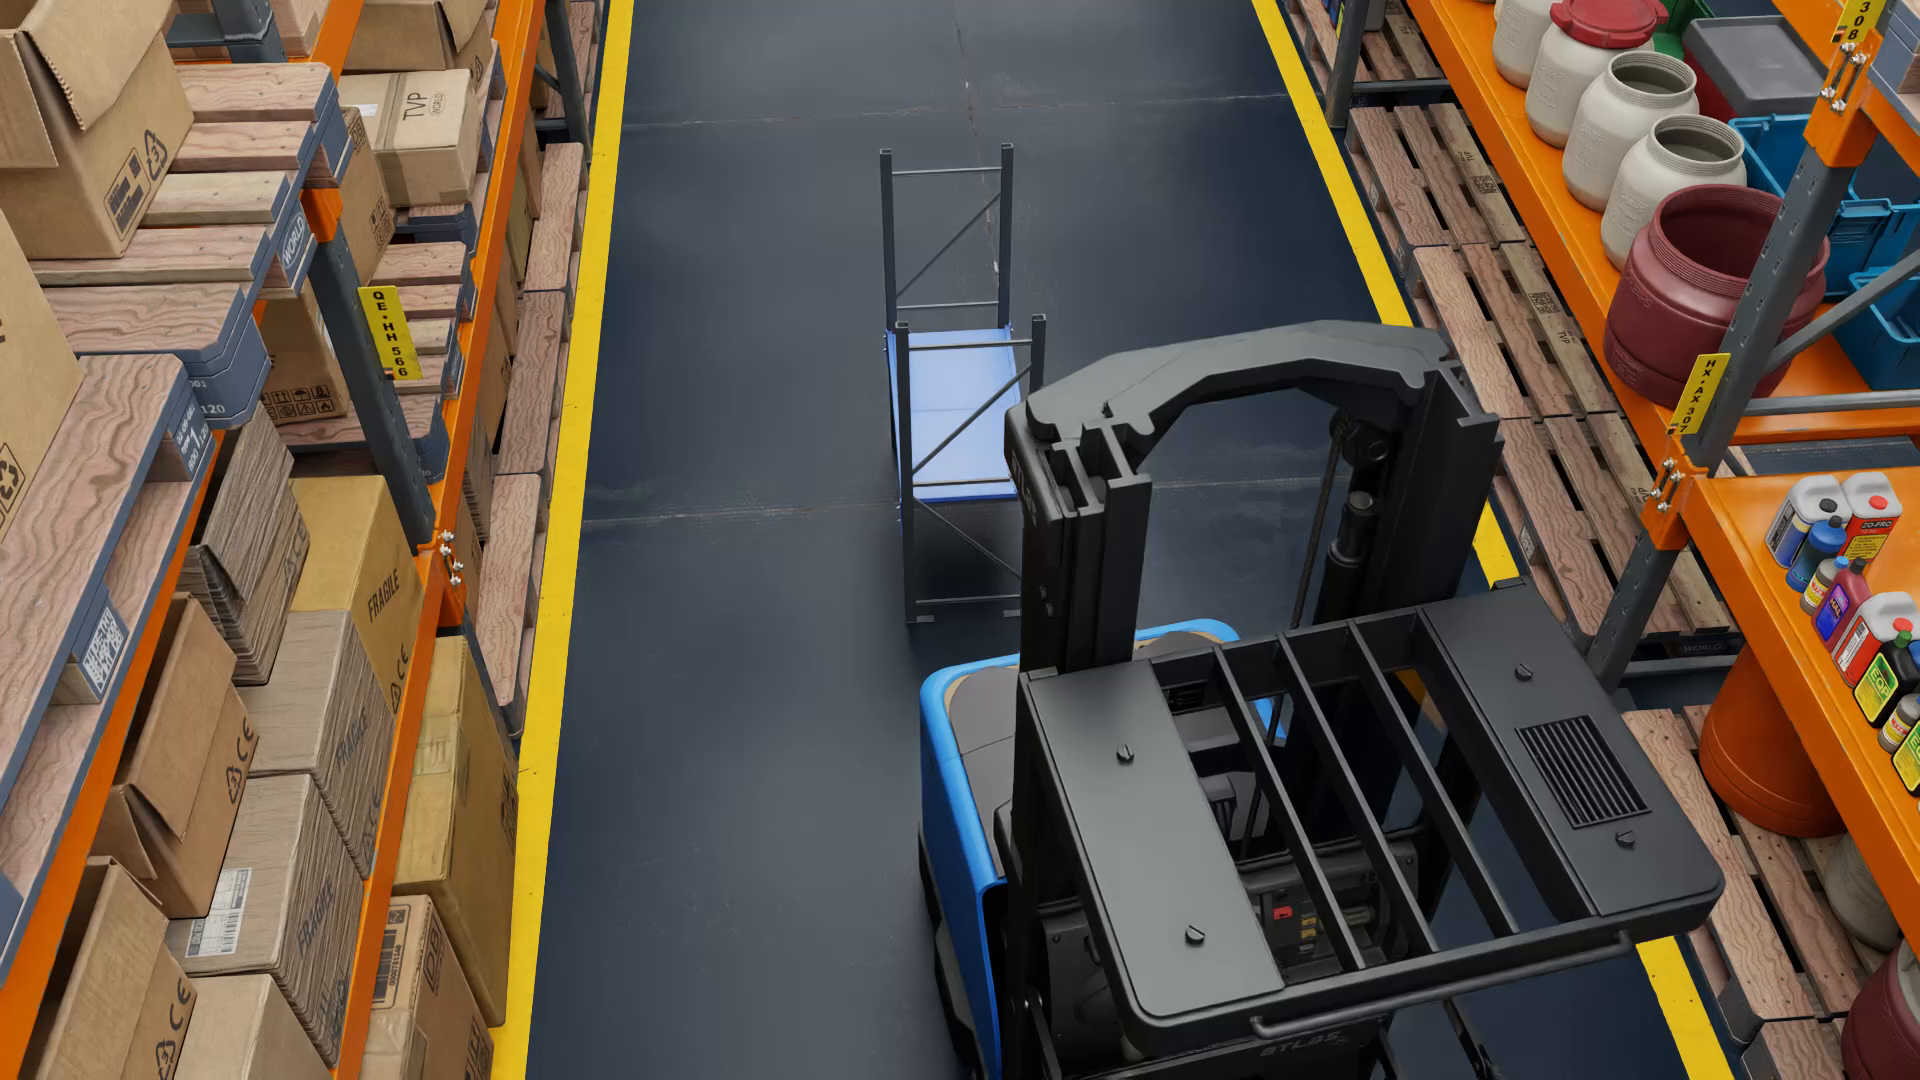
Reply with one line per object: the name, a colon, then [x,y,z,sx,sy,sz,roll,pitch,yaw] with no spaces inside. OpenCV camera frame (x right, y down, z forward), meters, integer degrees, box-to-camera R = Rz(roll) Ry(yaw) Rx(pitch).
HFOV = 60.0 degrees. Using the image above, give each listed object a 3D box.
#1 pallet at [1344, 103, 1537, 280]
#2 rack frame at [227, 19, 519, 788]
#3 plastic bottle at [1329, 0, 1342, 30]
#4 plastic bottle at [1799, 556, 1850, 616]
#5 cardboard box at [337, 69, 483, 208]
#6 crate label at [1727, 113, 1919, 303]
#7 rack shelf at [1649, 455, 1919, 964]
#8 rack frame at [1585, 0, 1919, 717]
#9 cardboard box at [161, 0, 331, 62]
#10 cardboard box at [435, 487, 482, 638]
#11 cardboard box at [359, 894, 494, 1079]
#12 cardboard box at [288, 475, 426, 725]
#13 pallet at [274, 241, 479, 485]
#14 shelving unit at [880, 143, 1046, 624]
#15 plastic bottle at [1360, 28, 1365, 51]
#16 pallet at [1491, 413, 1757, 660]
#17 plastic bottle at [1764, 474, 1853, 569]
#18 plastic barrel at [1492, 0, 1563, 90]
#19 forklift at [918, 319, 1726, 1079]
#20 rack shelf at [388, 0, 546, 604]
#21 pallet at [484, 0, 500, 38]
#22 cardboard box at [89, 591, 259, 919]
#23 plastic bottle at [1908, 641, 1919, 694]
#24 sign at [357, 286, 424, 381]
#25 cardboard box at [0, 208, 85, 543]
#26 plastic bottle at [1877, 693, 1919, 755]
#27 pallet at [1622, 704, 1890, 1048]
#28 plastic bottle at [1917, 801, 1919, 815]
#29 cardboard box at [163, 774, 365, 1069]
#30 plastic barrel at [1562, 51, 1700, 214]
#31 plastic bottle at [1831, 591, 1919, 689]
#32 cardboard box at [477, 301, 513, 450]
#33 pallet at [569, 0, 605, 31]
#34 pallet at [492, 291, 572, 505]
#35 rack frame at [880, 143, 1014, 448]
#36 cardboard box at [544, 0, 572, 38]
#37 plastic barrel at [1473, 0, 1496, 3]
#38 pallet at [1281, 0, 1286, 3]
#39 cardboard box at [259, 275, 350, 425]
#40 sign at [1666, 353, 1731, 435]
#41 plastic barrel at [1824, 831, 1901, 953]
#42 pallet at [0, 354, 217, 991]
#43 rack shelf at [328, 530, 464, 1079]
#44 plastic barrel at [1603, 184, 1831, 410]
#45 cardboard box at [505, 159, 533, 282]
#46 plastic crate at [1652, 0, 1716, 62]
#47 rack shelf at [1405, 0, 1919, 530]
pallet: [2.594,-1.799,8.445,1.003,0.211,1.213,-3,47,-3]
rack frame: [-2.111,-0.129,4.943,1.000,3.000,0.127,-3,47,-3]
plastic bottle: [2.149,-3.013,9.195,0.144,0.351,0.185,-5,47,-4]
plastic bottle: [2.529,0.127,4.837,0.097,0.201,0.097,0,47,0]
cardboard box: [-2.022,-1.448,6.006,0.500,0.250,0.500,-5,47,-4]
crate label: [3.011,-1.177,5.911,0.502,0.435,0.616,-3,47,-3]
rack shelf: [2.992,1.264,4.119,1.077,0.370,4.000,-3,47,-3]
rack frame: [2.825,-0.430,5.228,1.000,3.000,0.127,-3,47,-3]
cardboard box: [-1.897,-1.464,4.245,0.500,0.250,0.500,-3,47,-3]
cardboard box: [-2.187,0.096,6.148,0.700,0.500,0.500,-6,47,-5]
cardboard box: [-2.007,1.603,4.476,1.225,0.875,0.875,-3,47,-3]
cardboard box: [-1.823,0.179,4.582,0.500,0.500,0.500,-2,47,-2]
pallet: [-2.277,-0.572,5.495,1.213,0.211,1.003,-3,47,-3]
shelving unit: [-0.007,-0.577,6.400,0.538,1.500,1.048,-3,47,-3]
plastic bottle: [2.149,-2.757,9.056,0.097,0.201,0.097,0,47,0]
pallet: [2.798,-0.034,6.773,1.003,0.211,1.213,-3,47,-3]
plastic bottle: [2.539,-0.055,4.958,0.152,0.276,0.135,-3,47,-3]
plastic barrel: [2.413,-2.134,6.748,0.433,0.535,0.433,0,47,0]
forklift: [0.709,1.086,3.840,1.130,2.935,3.031,-10,47,-9]
rack shelf: [-2.278,-1.329,6.574,1.077,0.370,4.000,-3,47,-3]
pallet: [-2.527,-2.395,7.221,1.003,0.211,1.213,-3,47,-3]
cardboard box: [-2.014,0.493,3.594,0.797,0.503,0.637,-3,47,-2]
plastic bottle: [2.621,0.364,4.565,0.097,0.271,0.097,0,47,0]
sign: [-1.558,-0.563,4.556,0.100,0.325,0.005,-3,47,-3]
cardboard box: [-1.828,-0.283,2.665,0.500,0.500,0.500,-1,47,-1]
plastic bottle: [2.571,0.488,4.495,0.097,0.201,0.097,0,47,0]
pallet: [2.932,1.097,5.702,1.003,0.211,1.213,-3,47,-3]
plastic bottle: [2.590,0.631,4.312,0.097,0.271,0.097,0,47,0]
cardboard box: [-1.740,0.915,3.885,0.500,0.500,0.500,-5,47,-5]
plastic barrel: [2.490,-1.505,6.168,0.421,0.512,0.421,0,47,0]
plastic bottle: [2.577,0.280,4.641,0.152,0.276,0.135,-3,47,-3]
cardboard box: [-2.300,-0.715,6.916,0.700,0.500,0.500,0,47,0]
pallet: [-2.643,-3.433,9.992,1.003,0.211,1.213,-3,47,-3]
pallet: [-2.274,-0.616,7.325,1.003,0.211,1.213,-3,47,-3]
rack frame: [-0.050,-0.945,6.749,0.500,1.500,0.032,-3,47,-3]
cardboard box: [-2.495,-3.014,9.107,0.500,0.500,0.500,10,47,9]
plastic barrel: [2.351,-2.665,7.251,0.433,0.535,0.433,0,47,0]
pallet: [2.370,-3.738,10.282,1.003,0.211,1.213,-3,47,-3]
cardboard box: [-2.196,-0.696,5.122,0.500,0.500,0.500,-9,47,-8]
sign: [2.277,-0.448,5.132,0.100,0.325,0.005,-3,47,-3]
plastic barrel: [3.019,1.037,5.263,0.421,0.512,0.421,0,47,0]
pallet: [-1.908,0.176,2.718,1.003,0.211,1.213,-2,47,-1]
rack shelf: [-1.944,1.565,3.833,1.077,0.370,4.000,-3,47,-3]
plastic barrel: [2.484,-0.794,5.479,0.600,0.536,0.708,-3,47,-3]
cardboard box: [-2.395,-1.523,7.682,0.700,0.500,0.500,-4,47,-4]
plastic crate: [2.917,-2.008,6.869,0.450,0.188,0.662,-3,47,-3]
rack shelf: [2.657,-1.630,6.859,1.077,0.370,4.000,-3,47,-3]
